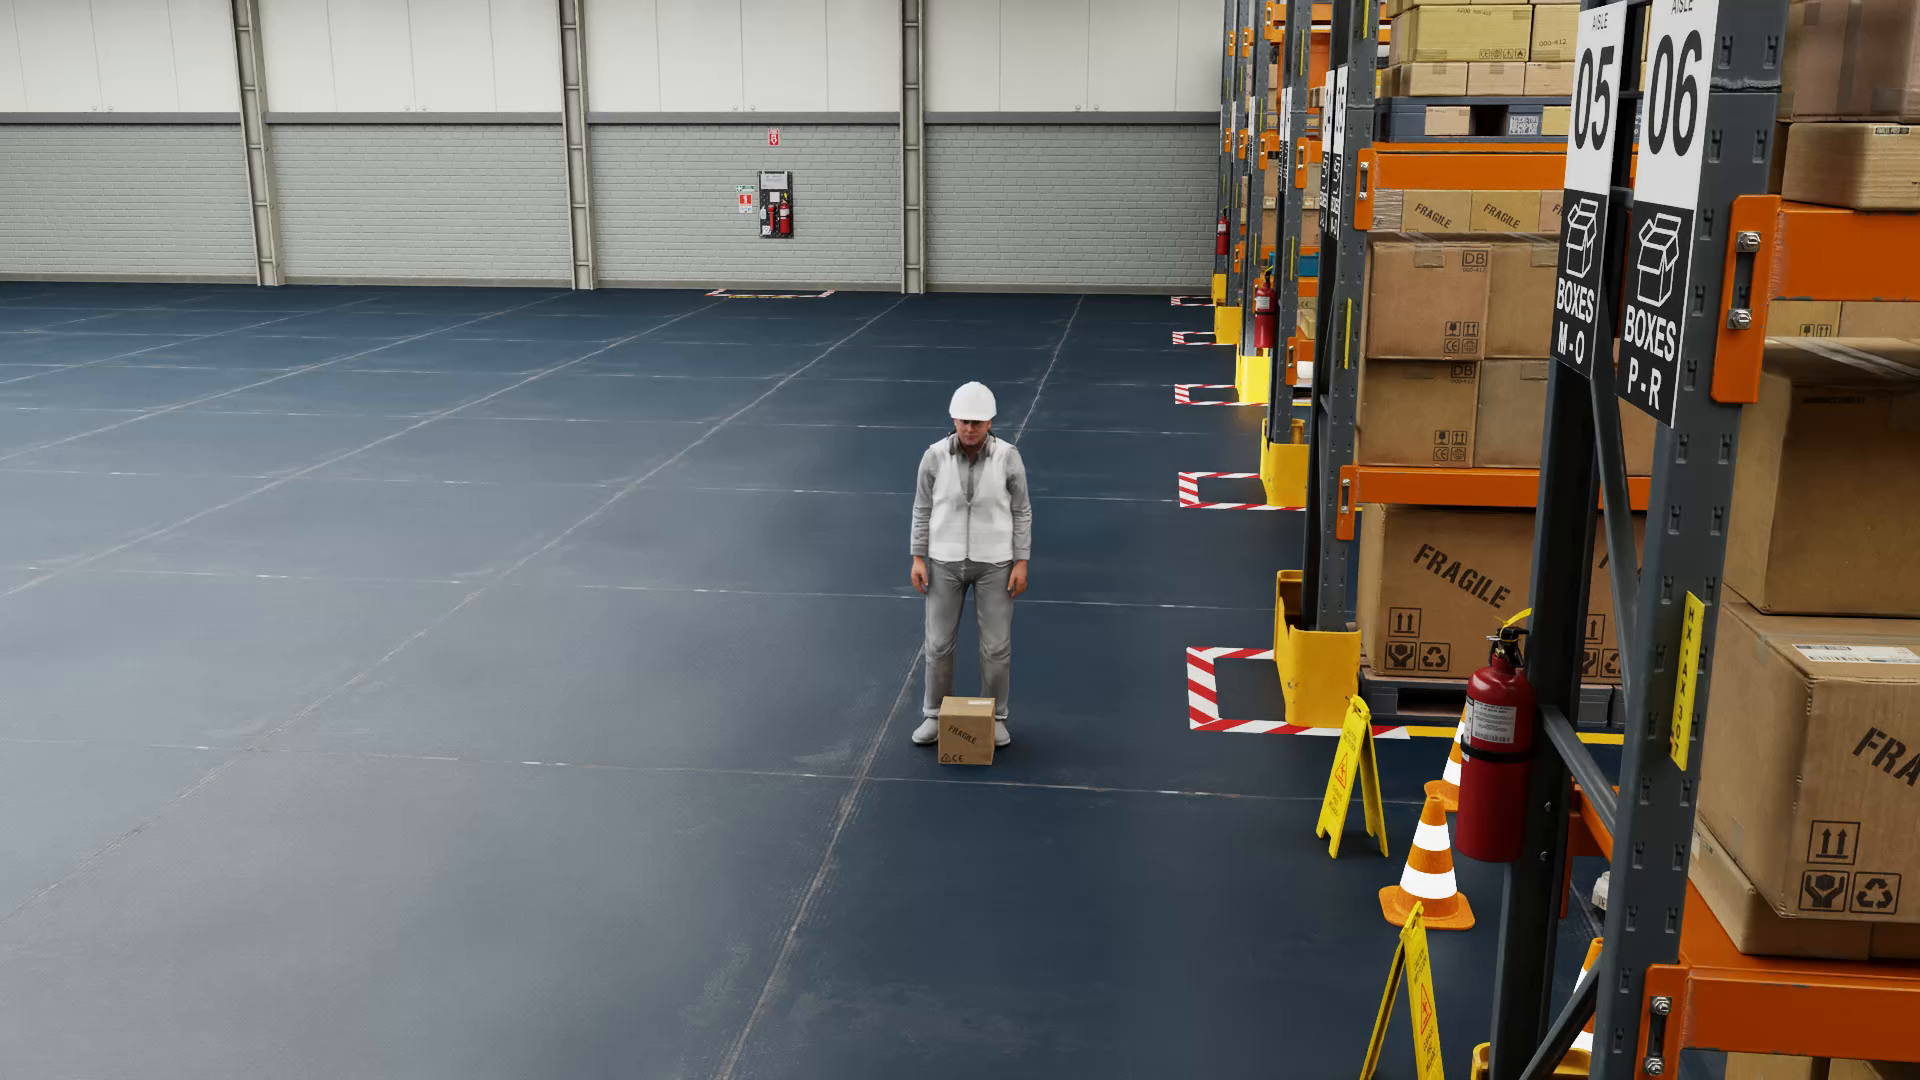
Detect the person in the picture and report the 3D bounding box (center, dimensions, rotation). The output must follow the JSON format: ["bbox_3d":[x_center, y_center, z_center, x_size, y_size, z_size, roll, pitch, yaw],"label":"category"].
[{"bbox_3d":[0.051,0.110,8.013,0.581,1.771,0.461,2,14,7],"label":"person"}]
